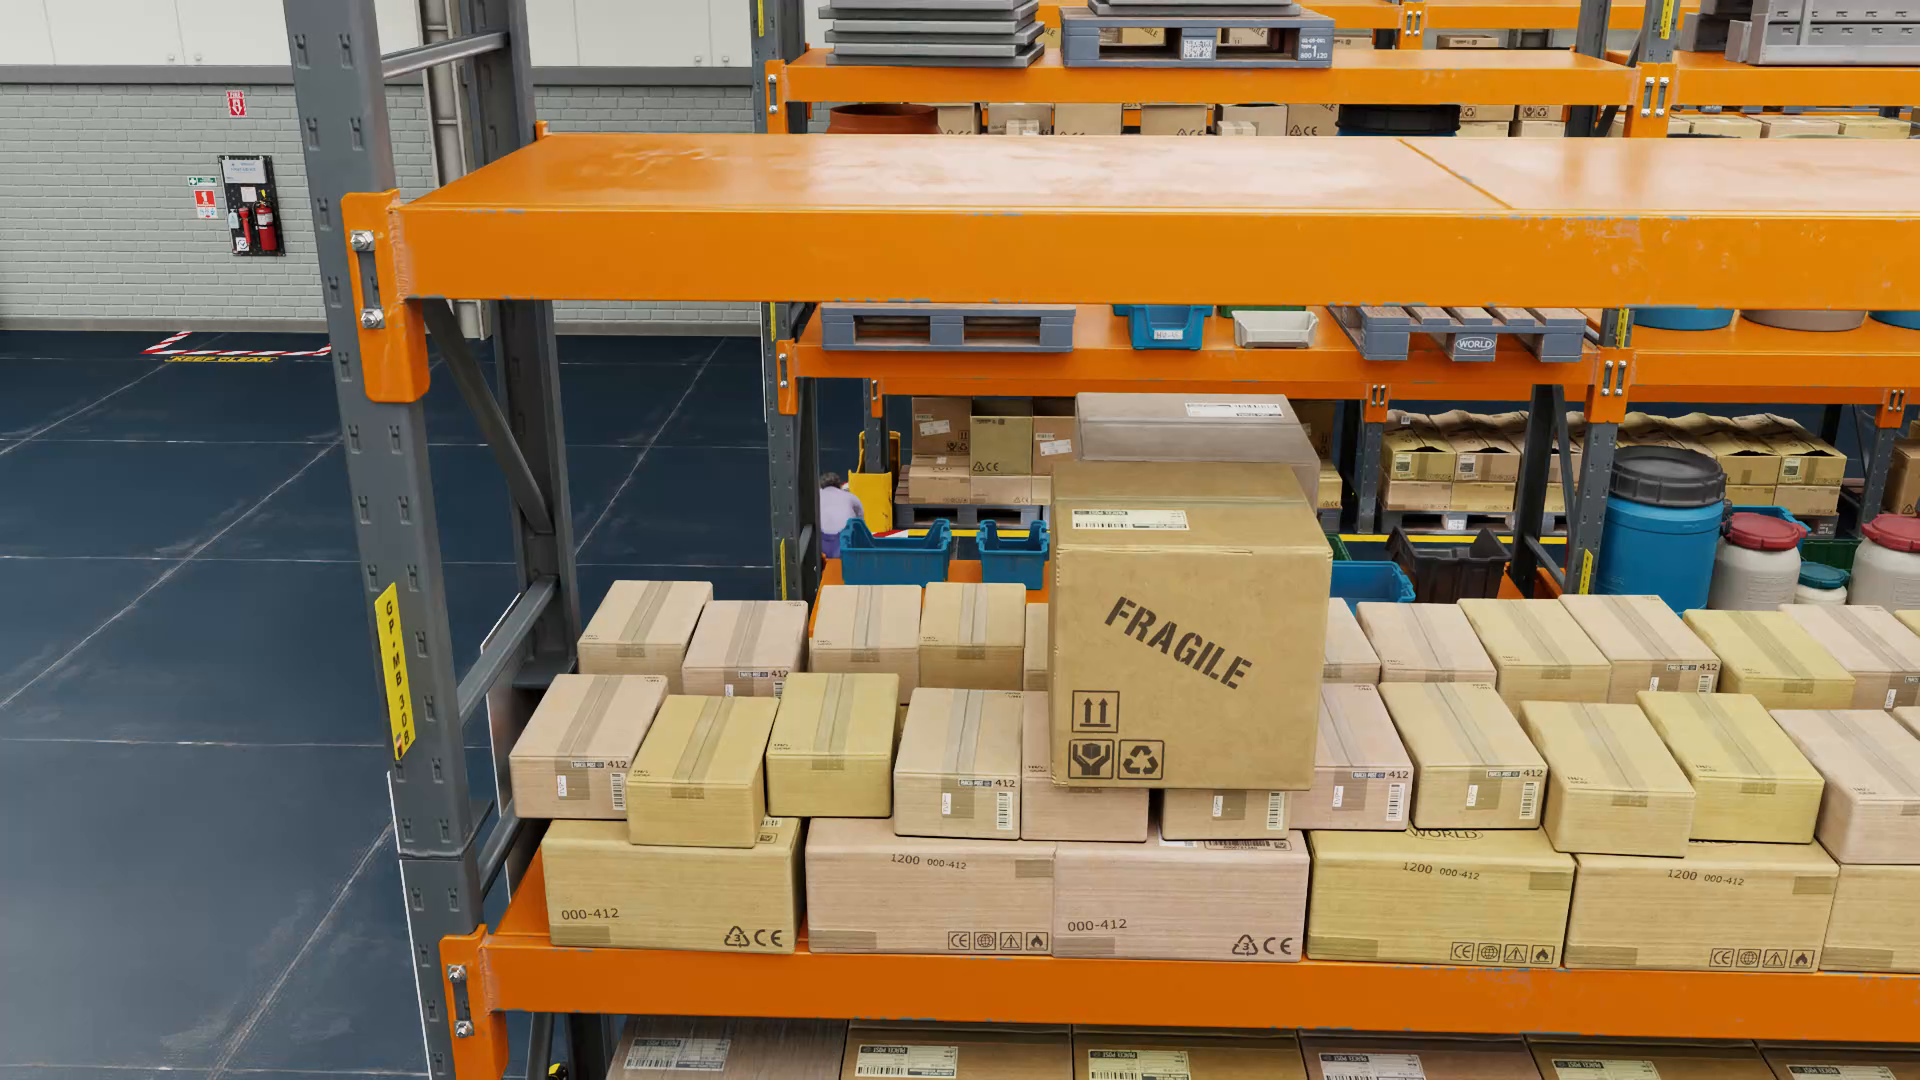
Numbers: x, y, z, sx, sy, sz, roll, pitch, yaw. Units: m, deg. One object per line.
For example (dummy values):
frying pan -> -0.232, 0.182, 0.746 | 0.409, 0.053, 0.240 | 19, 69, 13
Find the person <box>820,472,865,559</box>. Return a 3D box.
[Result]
person -> -0.928, -0.002, 12.265 | 0.517, 0.833, 0.815 | 1, 21, 2
